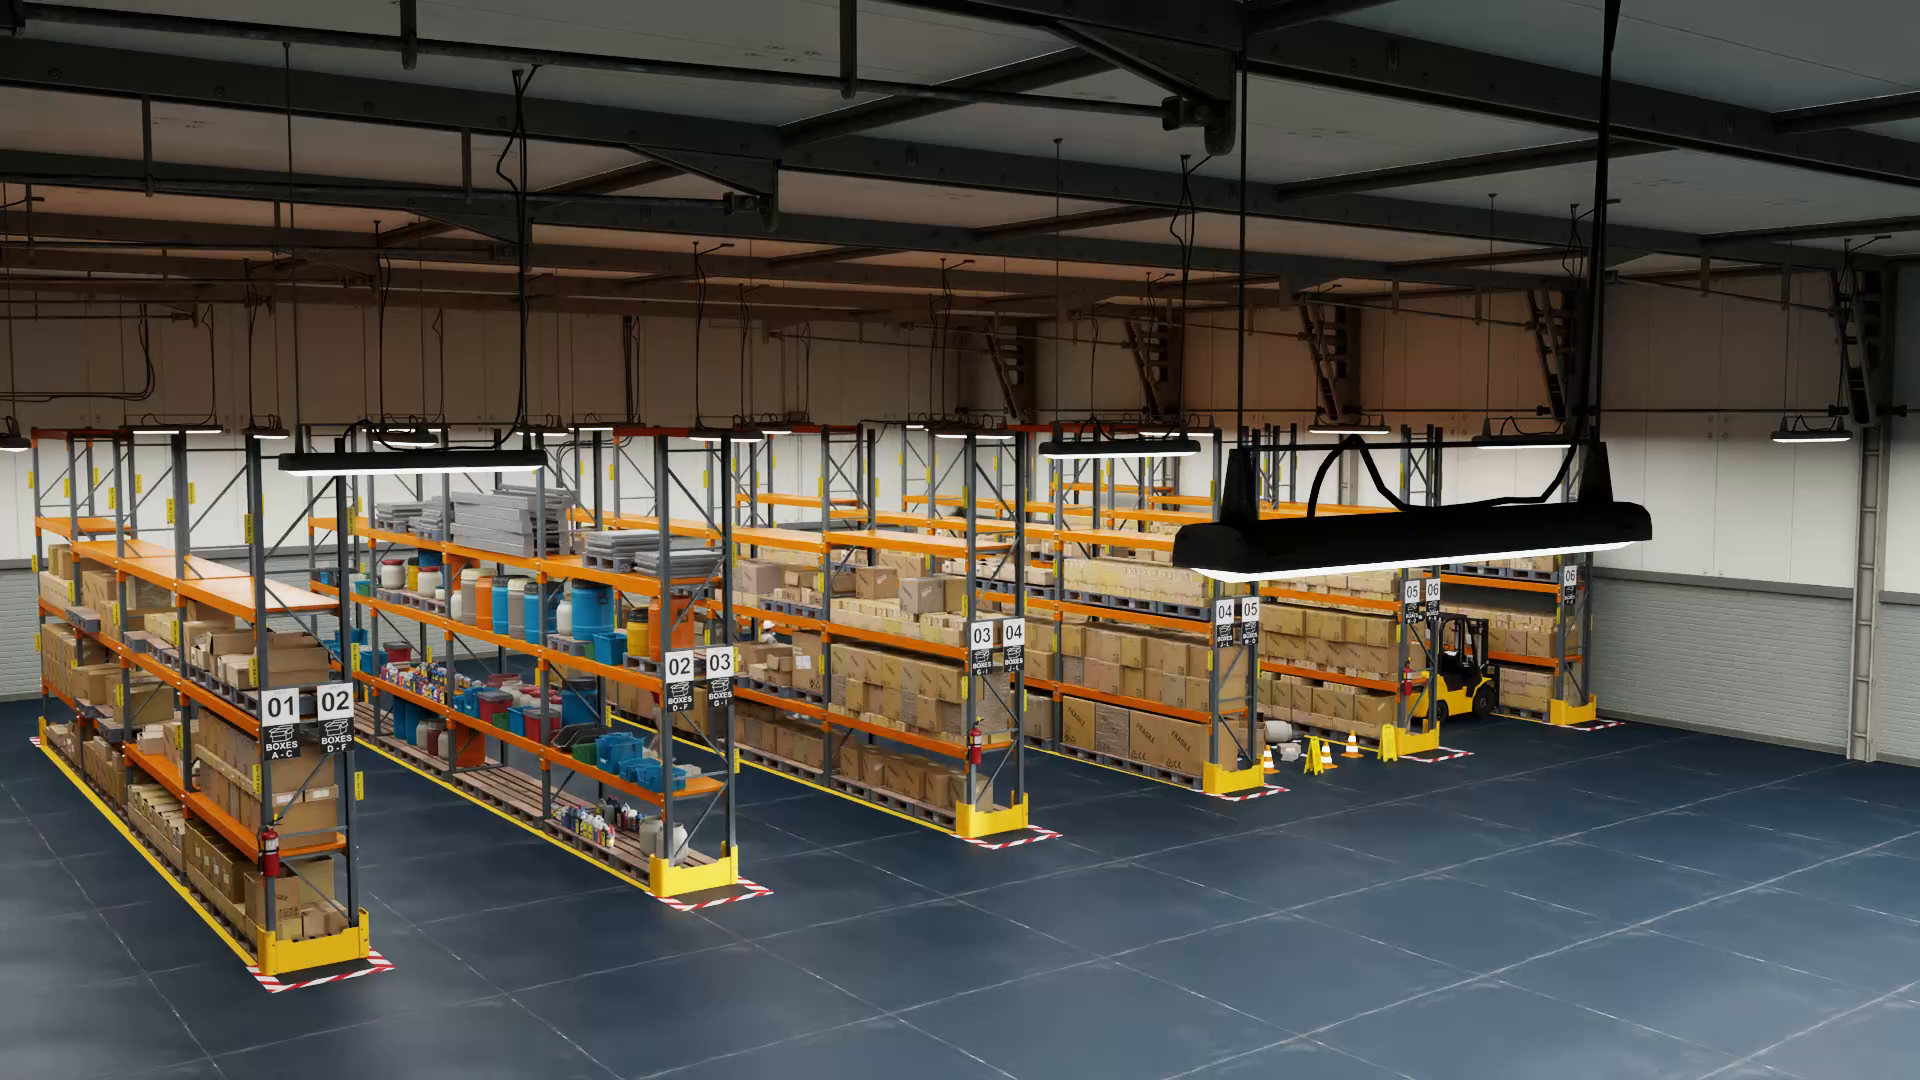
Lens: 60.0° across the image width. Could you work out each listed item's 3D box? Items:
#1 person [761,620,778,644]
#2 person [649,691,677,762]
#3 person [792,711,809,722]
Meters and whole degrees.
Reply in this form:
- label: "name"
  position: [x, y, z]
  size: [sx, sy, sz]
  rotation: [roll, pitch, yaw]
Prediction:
- label: "person"
  position: [-4.137, 2.623, 36.263]
  size: [0.588, 1.768, 0.581]
  rotation: [-1, 5, -9]
- label: "person"
  position: [-5.392, 3.131, 30.023]
  size: [0.516, 1.753, 0.609]
  rotation: [-1, 5, -14]
- label: "person"
  position: [-3.105, 2.877, 32.502]
  size: [0.548, 1.783, 0.609]
  rotation: [0, 4, 4]
